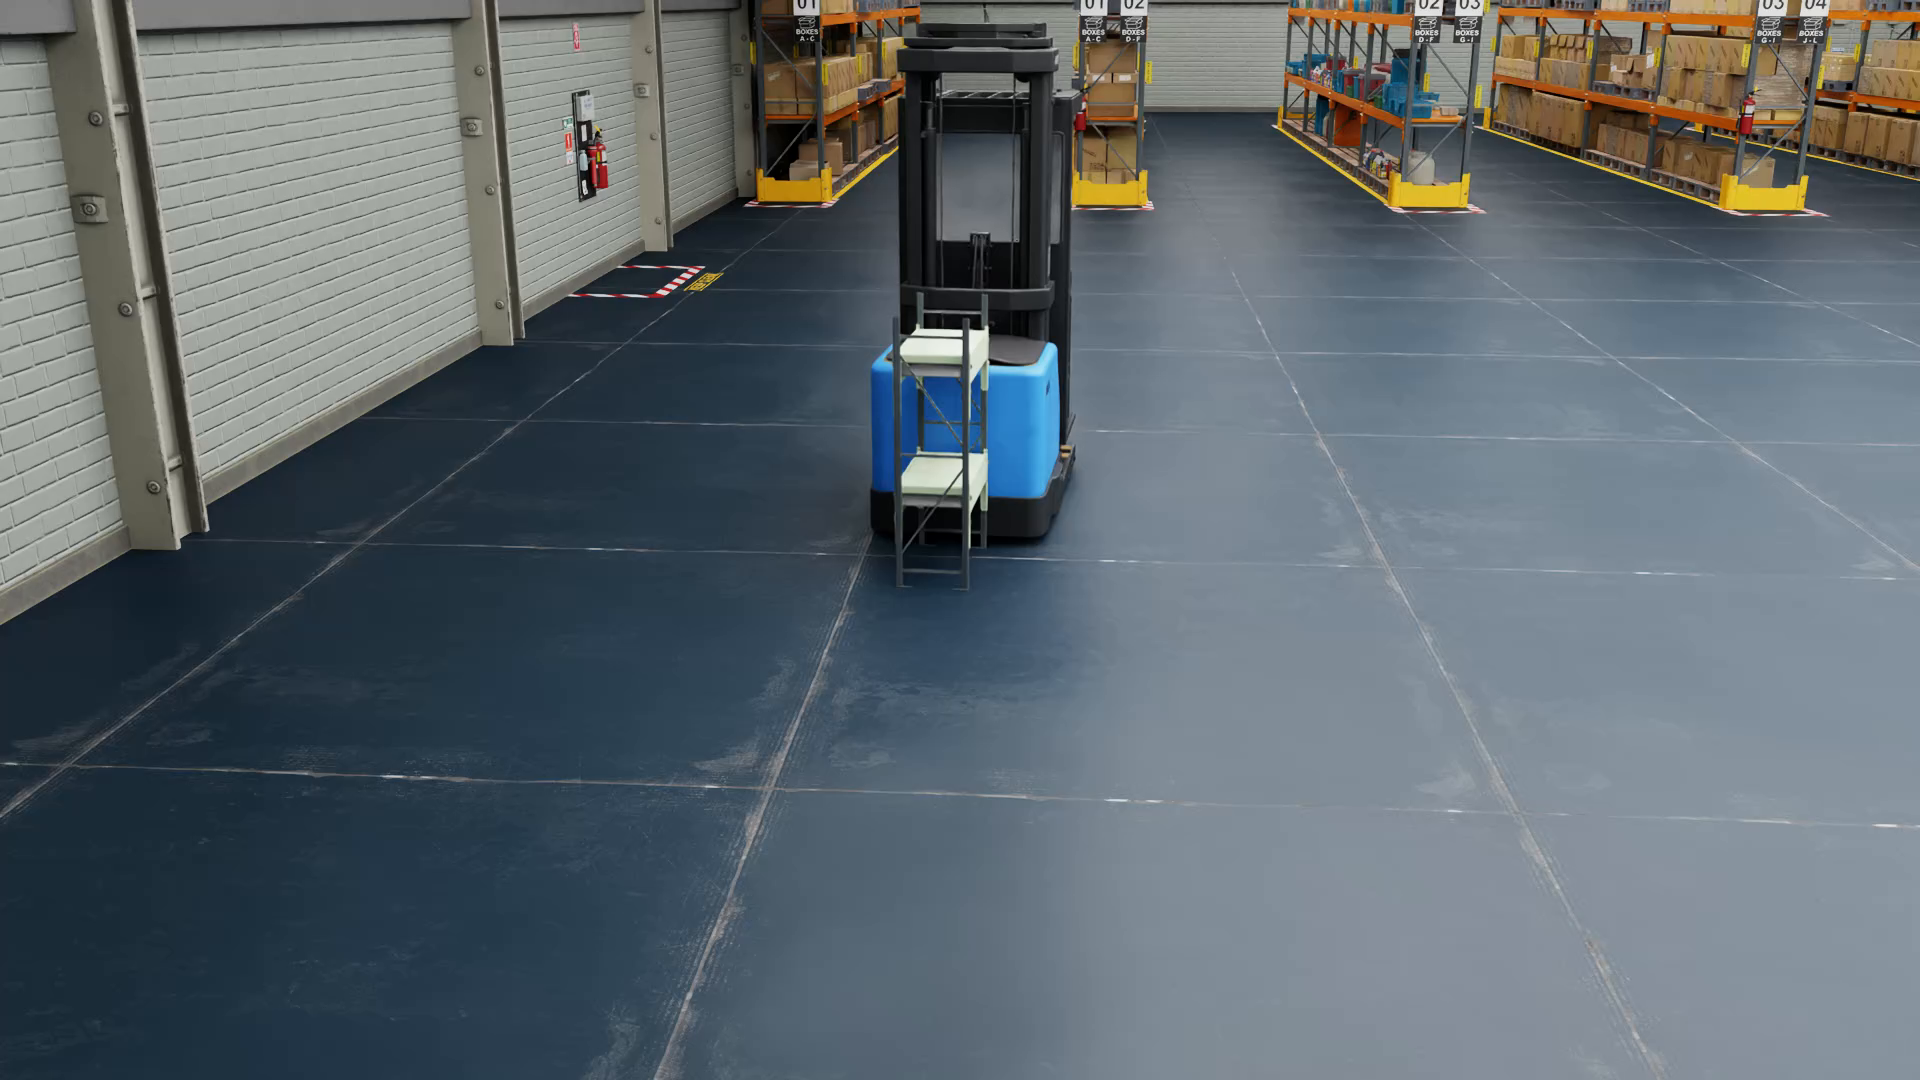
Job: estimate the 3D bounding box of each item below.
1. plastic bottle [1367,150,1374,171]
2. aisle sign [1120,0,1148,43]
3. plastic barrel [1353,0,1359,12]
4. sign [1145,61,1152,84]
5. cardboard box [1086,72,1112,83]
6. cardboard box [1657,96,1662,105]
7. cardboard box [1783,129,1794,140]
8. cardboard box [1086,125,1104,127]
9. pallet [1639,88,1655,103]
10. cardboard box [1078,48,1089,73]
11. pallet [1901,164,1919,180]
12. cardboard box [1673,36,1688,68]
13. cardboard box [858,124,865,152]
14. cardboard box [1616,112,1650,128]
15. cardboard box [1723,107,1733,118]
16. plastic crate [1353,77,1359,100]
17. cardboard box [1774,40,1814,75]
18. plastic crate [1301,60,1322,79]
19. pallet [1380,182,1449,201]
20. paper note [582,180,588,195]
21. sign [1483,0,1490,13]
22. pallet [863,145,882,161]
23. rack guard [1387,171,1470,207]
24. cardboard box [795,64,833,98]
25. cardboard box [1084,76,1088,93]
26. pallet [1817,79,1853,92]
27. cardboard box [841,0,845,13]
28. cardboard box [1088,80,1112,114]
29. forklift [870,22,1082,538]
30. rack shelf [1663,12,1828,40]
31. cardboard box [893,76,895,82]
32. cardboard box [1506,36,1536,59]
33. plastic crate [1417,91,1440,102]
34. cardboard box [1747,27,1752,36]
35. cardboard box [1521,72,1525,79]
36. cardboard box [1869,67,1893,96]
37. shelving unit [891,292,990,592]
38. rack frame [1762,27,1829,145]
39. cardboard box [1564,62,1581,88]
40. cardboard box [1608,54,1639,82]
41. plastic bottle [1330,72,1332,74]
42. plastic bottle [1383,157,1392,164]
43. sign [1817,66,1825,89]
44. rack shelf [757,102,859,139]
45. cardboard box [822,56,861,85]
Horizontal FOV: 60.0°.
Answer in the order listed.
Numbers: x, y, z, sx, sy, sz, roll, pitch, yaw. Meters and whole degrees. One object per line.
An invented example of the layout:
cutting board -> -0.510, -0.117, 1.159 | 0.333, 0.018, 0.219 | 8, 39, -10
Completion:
plastic bottle -> 7.069, -6.515, 28.537 | 0.144, 0.351, 0.185 | 2, 18, 5
aisle sign -> 2.614, -7.884, 24.992 | 0.394, 0.787, 0.004 | 1, 18, 4
plastic barrel -> 7.454, -10.039, 30.122 | 0.600, 0.901, 0.708 | 1, 18, 4
sign -> 2.866, -7.111, 25.289 | 0.100, 0.325, 0.005 | 1, 18, 4
cardboard box -> 2.151, -7.155, 25.738 | 0.380, 0.149, 0.250 | 1, 18, 3
cardboard box -> 12.165, -7.517, 28.448 | 0.380, 0.149, 0.250 | 1, 18, 4
cardboard box -> 17.640, -8.662, 34.882 | 0.500, 0.500, 0.500 | 2, 18, 6
cardboard box -> 2.226, -6.875, 28.624 | 0.500, 0.500, 0.500 | 1, 18, 4
pallet -> 12.680, -7.839, 29.337 | 1.003, 0.211, 1.213 | 1, 18, 4
cardboard box -> 2.930, -10.293, 35.683 | 0.700, 0.500, 0.500 | 4, 19, 13
pallet -> 17.401, -6.470, 29.330 | 1.003, 0.211, 1.213 | 1, 18, 4
cardboard box -> 12.160, -8.071, 27.492 | 0.500, 0.500, 0.500 | 1, 18, 4
cardboard box -> -2.214, -7.754, 32.078 | 0.700, 0.500, 0.500 | 1, 18, 4
cardboard box -> 12.721, -7.942, 31.447 | 0.500, 0.250, 0.500 | 3, 18, 10
cardboard box -> 11.993, -6.584, 25.602 | 0.380, 0.149, 0.250 | 1, 18, 4
plastic crate -> 7.309, -8.148, 29.999 | 0.392, 0.384, 0.575 | 1, 18, 4
cardboard box -> 12.505, -7.282, 25.086 | 0.500, 0.500, 0.500 | 1, 18, 4
plastic crate -> 7.807, -10.465, 36.972 | 0.392, 0.384, 0.575 | 1, 18, 4
pallet -> 7.276, -5.516, 26.418 | 1.003, 0.211, 1.213 | 1, 18, 4
paper note -> -4.167, -3.920, 18.483 | 0.016, 0.148, 0.142 | 1, 18, 4
sign -> 7.802, -7.980, 24.629 | 0.100, 0.325, 0.005 | 1, 18, 4
pallet -> -2.112, -7.702, 33.090 | 1.003, 0.211, 1.213 | 1, 18, 4
rack guard -> 7.212, -5.401, 25.603 | 1.175, 0.500, 0.348 | 1, 18, 4
cardboard box -> -2.294, -7.221, 26.149 | 0.500, 0.500, 0.500 | 1, 18, 4
cardboard box -> 2.629, -8.845, 32.242 | 0.500, 0.311, 0.500 | 1, 18, 3
pallet -> 17.652, -8.929, 32.663 | 1.213, 0.211, 1.003 | 1, 18, 4
cardboard box -> -2.182, -9.018, 27.617 | 0.500, 0.500, 0.500 | 1, 18, 2
cardboard box -> 2.392, -7.031, 26.404 | 0.700, 0.500, 0.500 | 2, 18, 5
forklift -> 0.194, -1.824, 10.781 | 1.130, 2.935, 3.031 | 3, 18, 8
rack shelf -> 12.337, -8.158, 26.342 | 1.077, 0.370, 4.000 | 1, 18, 4
cardboard box -> -1.612, -9.975, 35.919 | 0.380, 0.149, 0.250 | 1, 18, 4
cardboard box -> 12.970, -11.390, 38.425 | 0.500, 0.500, 0.500 | 1, 18, 2
plastic crate -> 7.732, -7.386, 27.886 | 0.499, 0.251, 0.616 | 1, 18, 4
cardboard box -> 17.840, -11.174, 36.963 | 0.500, 0.500, 0.500 | 2, 18, 5
cardboard box -> 12.804, -10.403, 37.257 | 0.380, 0.149, 0.250 | 2, 18, 5
cardboard box -> 17.372, -8.552, 31.045 | 0.500, 0.500, 0.500 | 1, 18, 3
shelving unit -> -0.098, -0.555, 9.209 | 0.431, 1.500, 0.755 | 3, 18, 8
rack frame -> 17.994, -10.038, 35.742 | 1.000, 3.000, 0.127 | 1, 18, 4
cardboard box -> 12.631, -9.461, 33.818 | 0.500, 0.500, 0.500 | 1, 18, 2
cardboard box -> 12.768, -9.017, 31.788 | 0.500, 0.500, 0.500 | -1, 18, -3
plastic bottle -> 7.670, -9.538, 34.401 | 0.061, 0.283, 0.133 | 1, 18, 4
plastic bottle -> 7.174, -6.294, 27.981 | 0.152, 0.276, 0.135 | 1, 18, 4
sign -> 12.735, -6.853, 24.630 | 0.100, 0.325, 0.005 | 1, 18, 4
rack shelf -> -2.485, -7.065, 27.821 | 1.077, 0.370, 4.000 | 1, 18, 4
cardboard box -> -2.224, -8.615, 30.530 | 0.700, 0.500, 0.500 | 3, 18, 10
